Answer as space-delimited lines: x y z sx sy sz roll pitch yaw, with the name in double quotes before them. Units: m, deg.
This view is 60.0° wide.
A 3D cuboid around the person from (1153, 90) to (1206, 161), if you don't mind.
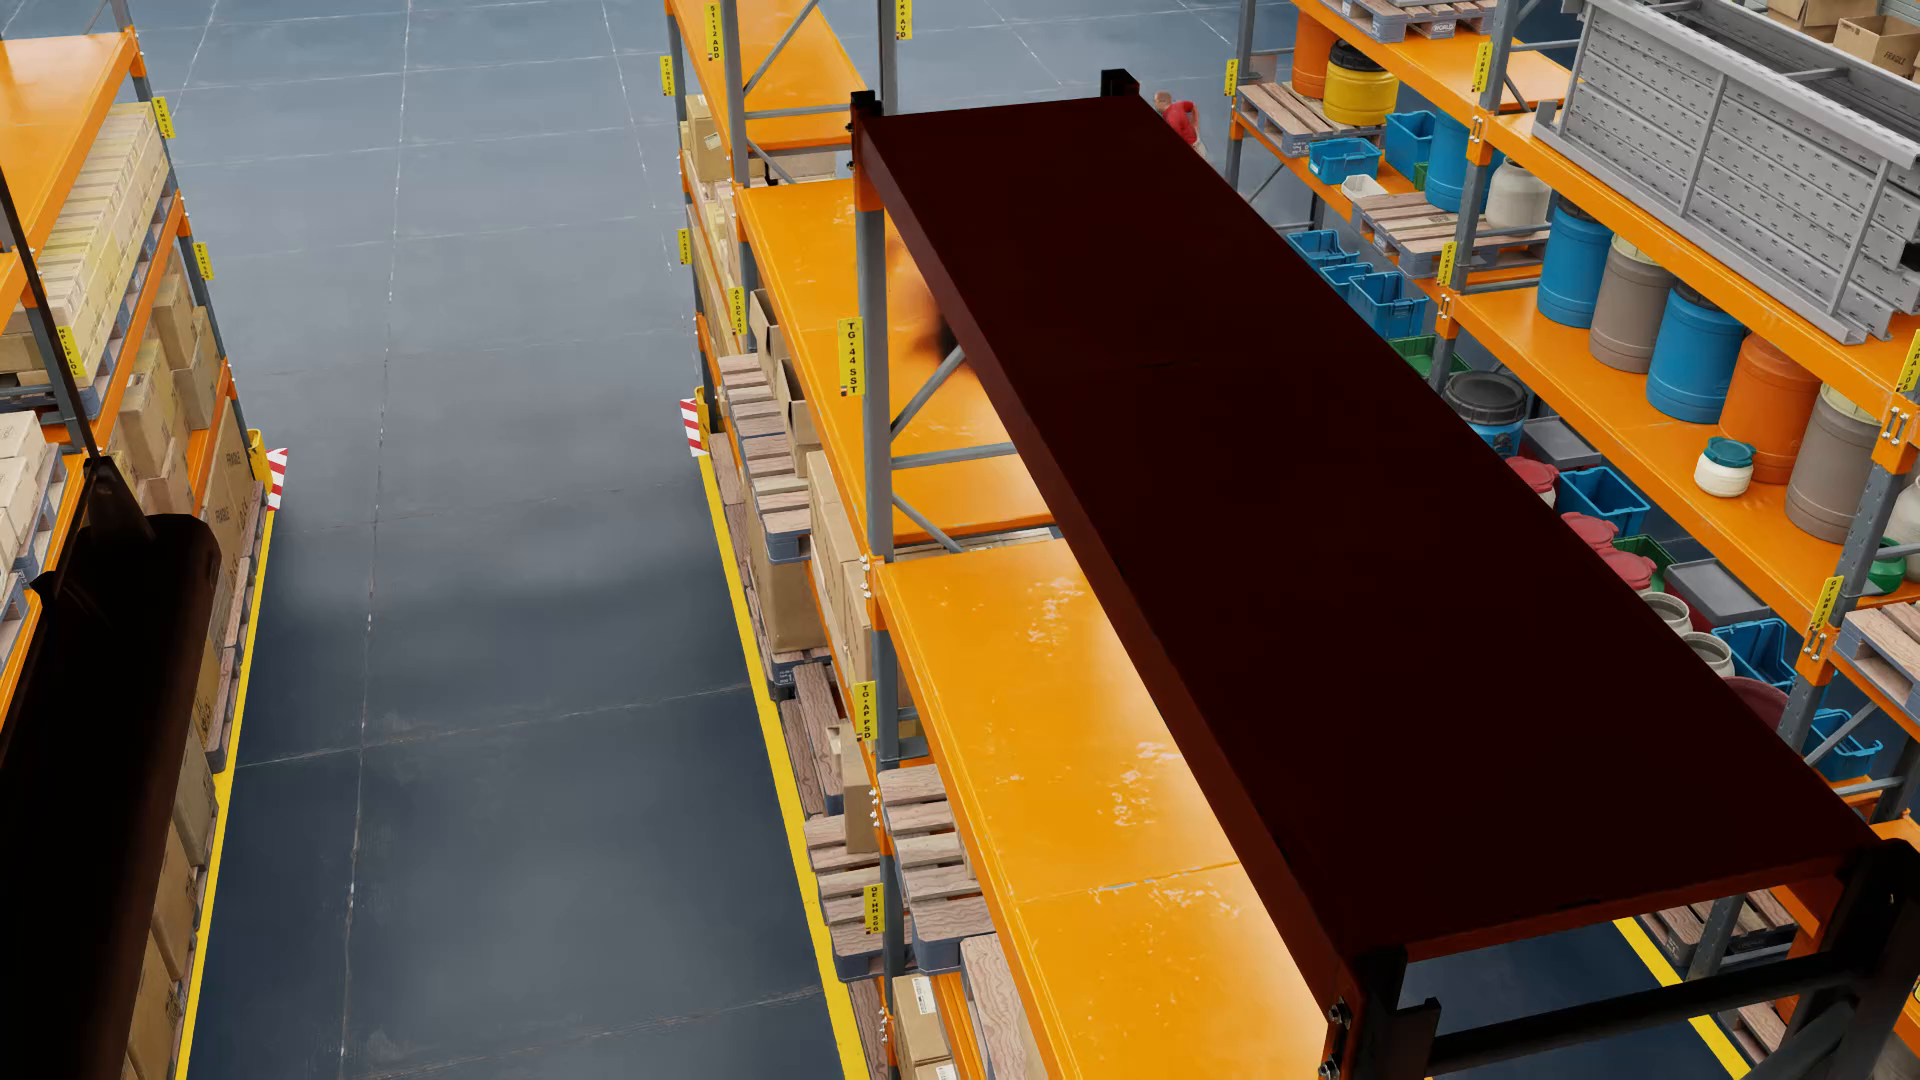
"person" 2.548 -4.434 19.203 0.870 1.544 0.695 7 35 11
